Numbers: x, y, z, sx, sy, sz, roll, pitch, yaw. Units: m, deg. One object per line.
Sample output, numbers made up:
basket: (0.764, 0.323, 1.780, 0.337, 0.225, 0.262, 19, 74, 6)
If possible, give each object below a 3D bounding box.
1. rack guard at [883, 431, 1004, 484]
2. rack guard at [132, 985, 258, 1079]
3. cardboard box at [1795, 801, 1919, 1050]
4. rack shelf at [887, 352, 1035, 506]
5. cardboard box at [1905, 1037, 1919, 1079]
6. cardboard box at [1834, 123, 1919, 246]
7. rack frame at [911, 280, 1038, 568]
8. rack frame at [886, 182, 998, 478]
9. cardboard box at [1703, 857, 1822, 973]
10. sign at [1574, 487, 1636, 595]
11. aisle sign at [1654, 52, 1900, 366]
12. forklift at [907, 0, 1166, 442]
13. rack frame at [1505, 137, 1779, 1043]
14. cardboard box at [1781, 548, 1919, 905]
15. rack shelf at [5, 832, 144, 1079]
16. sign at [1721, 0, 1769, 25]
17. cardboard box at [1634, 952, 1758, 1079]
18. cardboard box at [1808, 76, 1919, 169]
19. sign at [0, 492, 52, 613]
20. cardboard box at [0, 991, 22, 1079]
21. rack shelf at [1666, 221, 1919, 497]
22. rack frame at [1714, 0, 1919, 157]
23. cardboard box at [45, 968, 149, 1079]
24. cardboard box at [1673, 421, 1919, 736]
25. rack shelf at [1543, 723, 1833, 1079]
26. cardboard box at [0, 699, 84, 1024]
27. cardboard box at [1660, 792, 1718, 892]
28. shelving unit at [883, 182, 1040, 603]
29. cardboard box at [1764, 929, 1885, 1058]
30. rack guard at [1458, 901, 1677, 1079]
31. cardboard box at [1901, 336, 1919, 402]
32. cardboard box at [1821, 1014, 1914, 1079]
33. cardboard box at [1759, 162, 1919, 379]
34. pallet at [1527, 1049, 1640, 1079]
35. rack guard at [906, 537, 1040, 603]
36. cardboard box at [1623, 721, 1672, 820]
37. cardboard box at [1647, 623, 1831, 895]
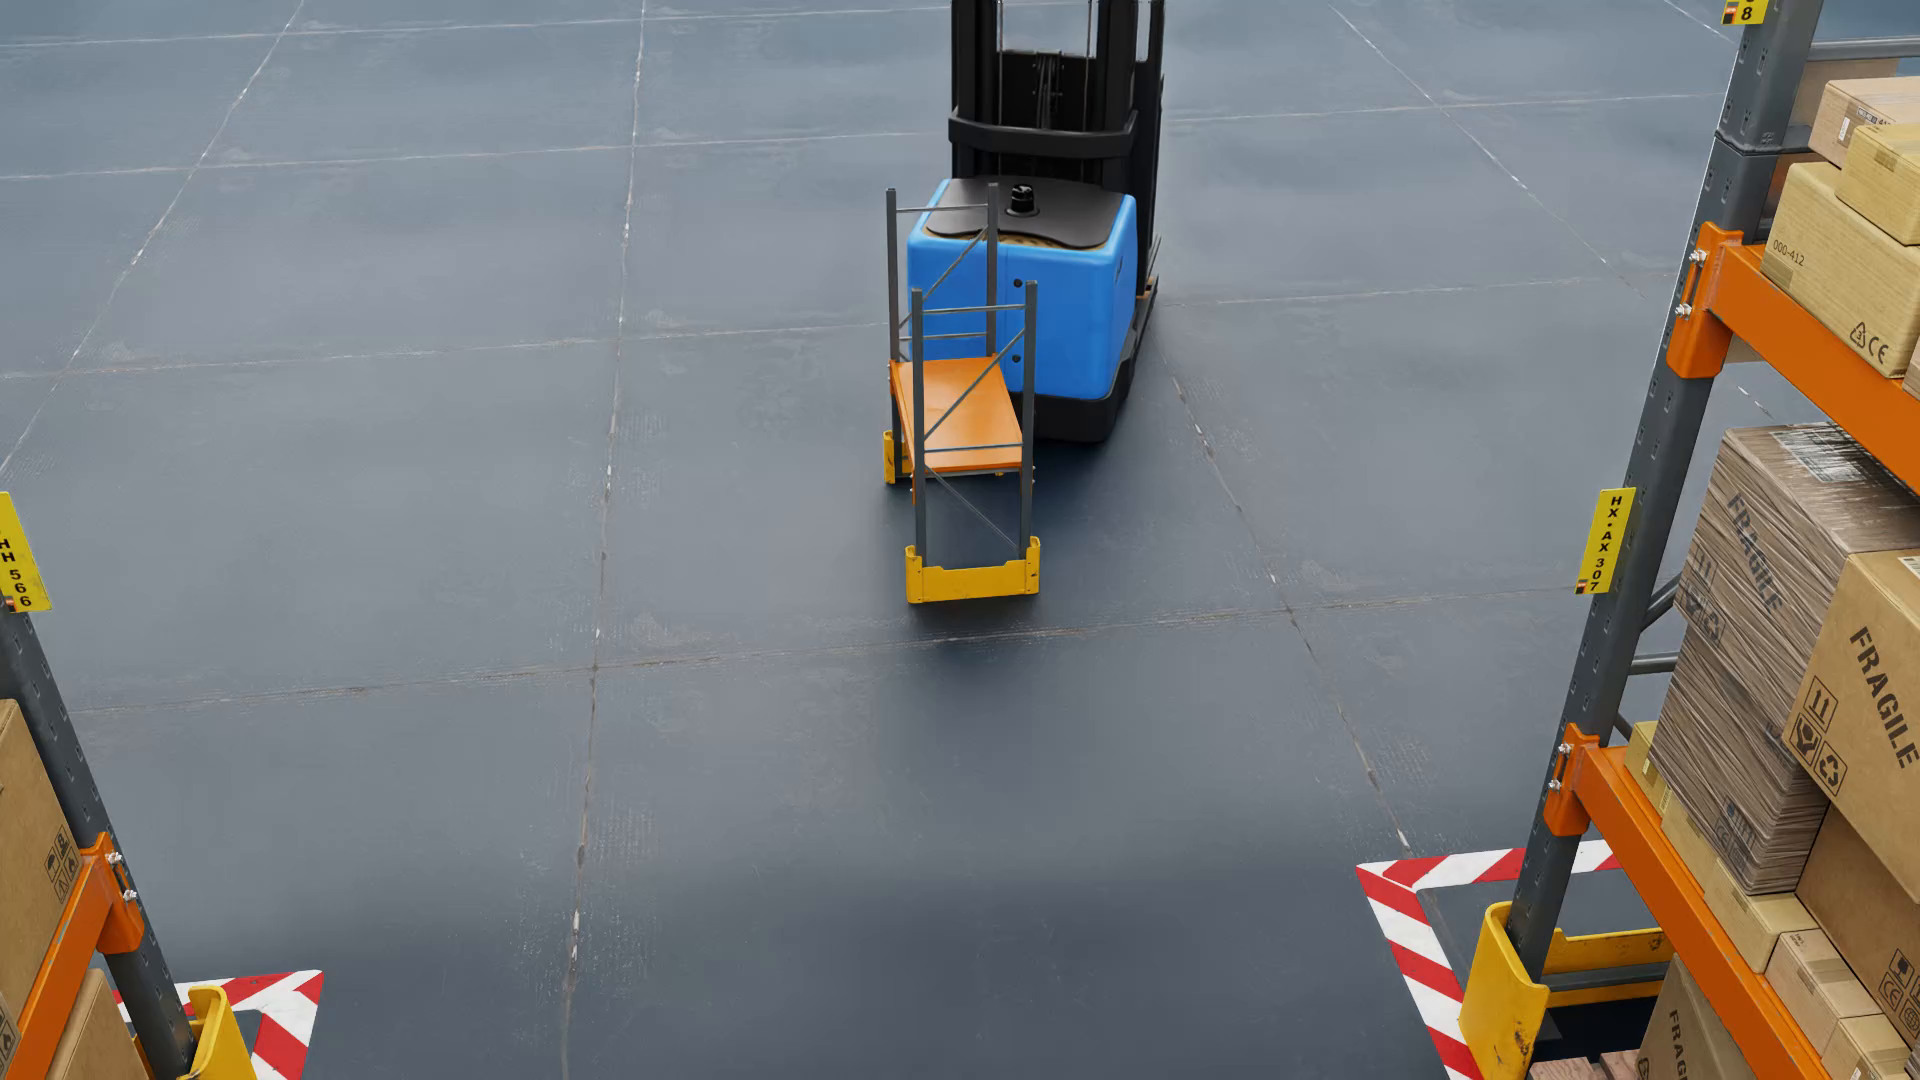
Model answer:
rack guard: (-0.077, -0.424, 8.150, 0.587, 0.250, 0.087, -4, 35, -6)
rack guard: (-2.720, 1.661, 4.869, 1.175, 0.500, 0.348, -4, 35, -6)
cardboard box: (2.445, 0.737, 3.653, 0.875, 0.500, 0.500, -4, 35, -6)
rack shelf: (-0.011, -0.519, 7.499, 0.538, 0.185, 1.000, -4, 35, -6)
cardboard box: (2.469, 1.019, 3.238, 0.875, 0.500, 0.500, -4, 35, -6)
cardboard box: (1.959, -0.697, 3.225, 0.380, 0.149, 0.250, -4, 34, -5)
rack frame: (0.057, -0.384, 6.981, 0.500, 1.500, 0.032, -4, 35, -6)
rack frame: (-0.080, -0.951, 7.814, 0.500, 1.500, 0.032, -4, 35, -6)
cardboard box: (2.047, 0.884, 4.012, 0.380, 0.149, 0.250, -4, 35, -6)
sign: (1.674, 0.005, 4.310, 0.100, 0.325, 0.005, -4, 35, -6)
aisle sign: (1.906, -0.764, 3.899, 0.394, 0.787, 0.004, -4, 35, -6)
forklift: (0.550, -2.525, 8.853, 1.130, 2.935, 3.031, 7, 35, 10)
rack frame: (2.212, 0.322, 4.614, 1.000, 3.000, 0.127, -4, 35, -6)
cardboard box: (2.076, 0.352, 3.330, 0.500, 0.500, 0.500, -4, 35, -6)
rack shelf: (-2.448, 2.054, 2.711, 1.077, 0.370, 4.000, -4, 35, -6)
sign: (1.674, -1.238, 3.463, 0.100, 0.325, 0.005, -4, 35, -6)
cardboard box: (2.279, 1.531, 4.687, 0.500, 0.500, 0.500, 2, 34, 2)
cardboard box: (2.020, -0.849, 3.448, 0.380, 0.149, 0.250, -5, 35, -7)
sign: (-2.177, 0.031, 3.802, 0.100, 0.325, 0.005, -4, 35, -6)
cardboard box: (-2.526, 1.088, 3.357, 0.875, 0.550, 0.550, -4, 35, -6)
rack shelf: (2.481, 0.496, 2.334, 1.077, 0.370, 4.000, -4, 35, -6)
rack frame: (2.212, -2.157, 2.925, 1.000, 3.000, 0.127, -4, 35, -6)
cardboard box: (-2.560, 1.719, 4.078, 0.875, 0.875, 0.875, -4, 34, -6)
cardboard box: (2.016, 0.072, 3.740, 0.500, 0.500, 0.500, -4, 35, -6)
rack shelf: (2.481, 1.735, 3.179, 1.077, 0.370, 4.000, -4, 35, -6)
cardboard box: (-2.622, 0.783, 3.805, 0.875, 0.550, 0.550, -4, 35, -6)
cardboard box: (2.028, 0.744, 4.218, 0.380, 0.149, 0.250, -4, 35, -6)
shelving unit: (-0.010, -0.662, 7.390, 0.587, 1.500, 1.083, -4, 35, -6)
cardboard box: (2.101, 1.022, 3.809, 0.380, 0.149, 0.250, -4, 35, -6)
rack guard: (2.222, 1.397, 5.256, 1.175, 0.500, 0.348, -4, 35, -6)
cardboard box: (2.096, -0.280, 2.967, 0.500, 0.250, 0.500, -5, 35, -7)
cardboard box: (2.128, 1.162, 3.604, 0.380, 0.149, 0.250, -4, 35, -6)
cardboard box: (2.020, -0.567, 3.388, 0.500, 0.250, 0.500, -3, 34, -5)
pallet: (2.296, 1.973, 4.668, 1.003, 0.211, 1.213, -4, 35, -6)
rack guard: (0.057, 0.132, 7.334, 0.587, 0.250, 0.087, -4, 35, -6)
cardboard box: (2.014, 0.603, 4.425, 0.380, 0.149, 0.250, -4, 35, -6)
cardboard box: (2.258, 0.467, 4.049, 0.875, 0.500, 0.500, -4, 35, -6)
